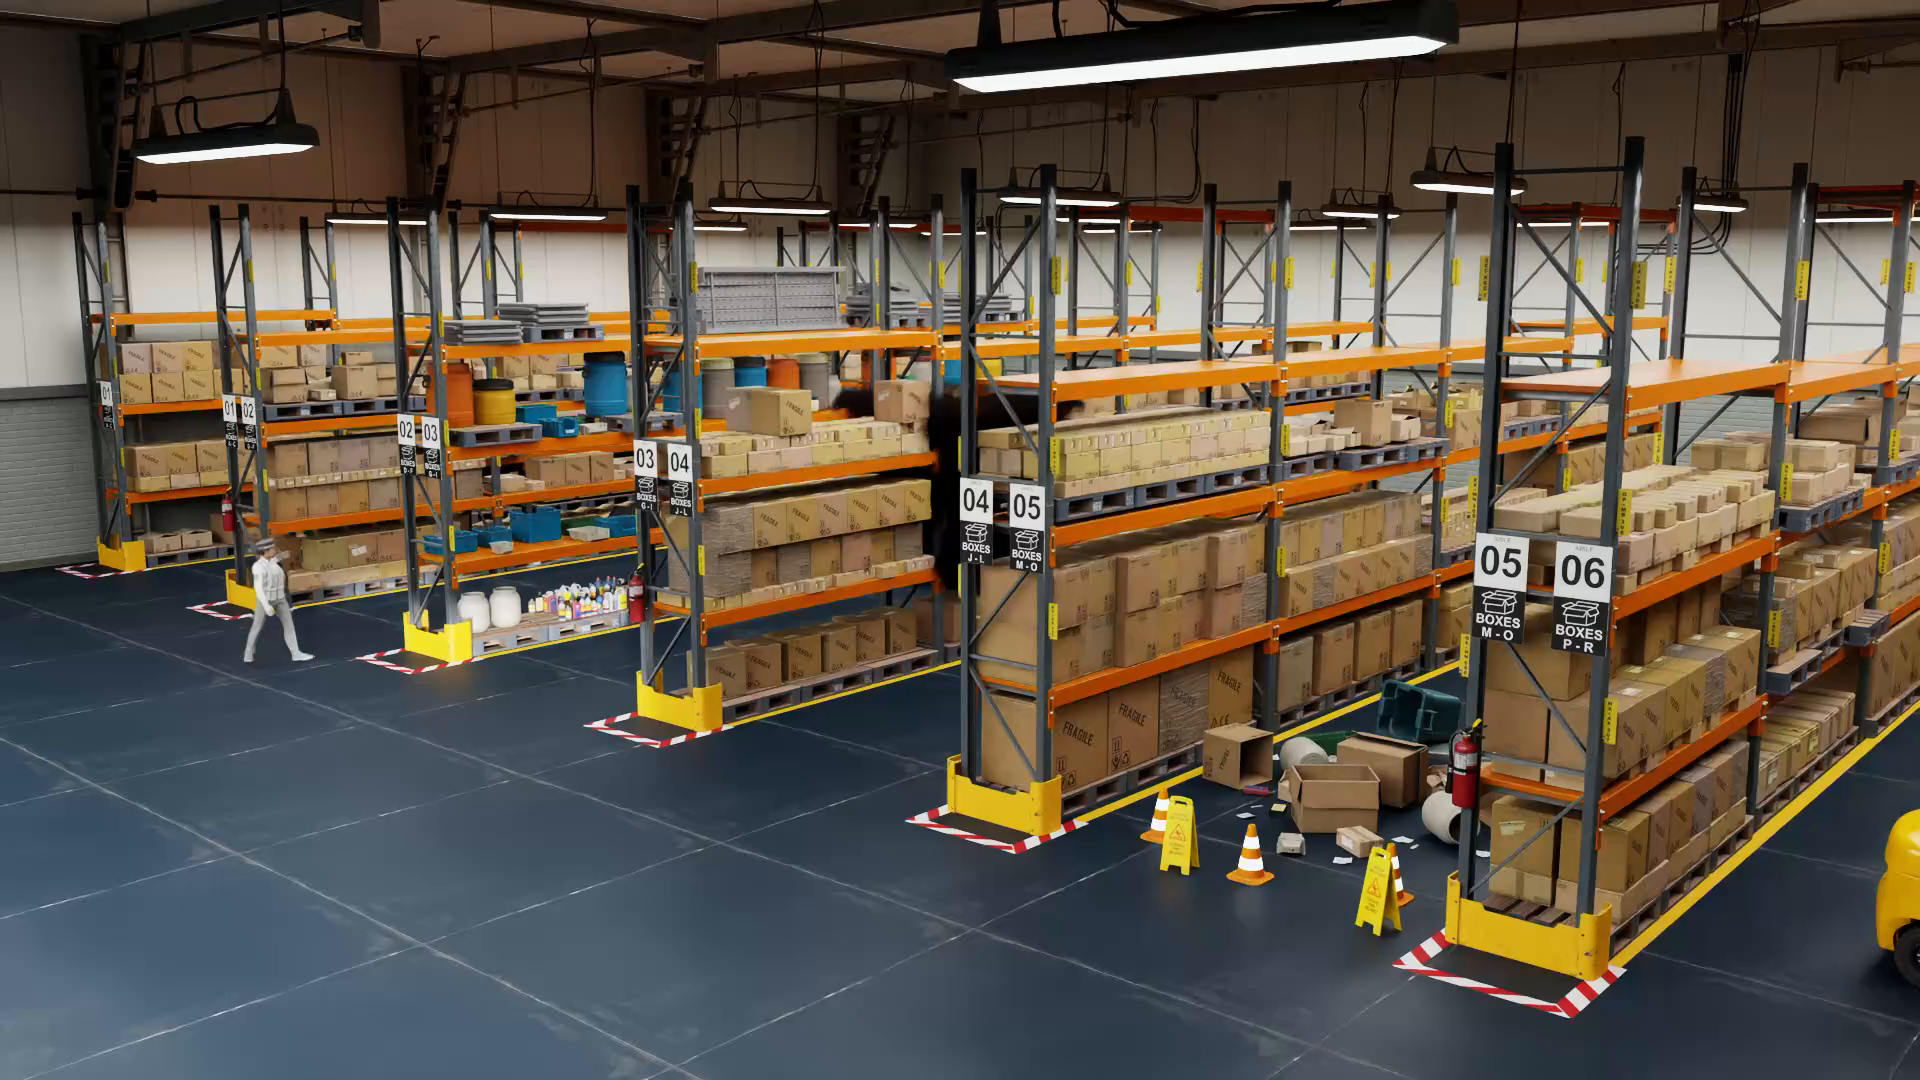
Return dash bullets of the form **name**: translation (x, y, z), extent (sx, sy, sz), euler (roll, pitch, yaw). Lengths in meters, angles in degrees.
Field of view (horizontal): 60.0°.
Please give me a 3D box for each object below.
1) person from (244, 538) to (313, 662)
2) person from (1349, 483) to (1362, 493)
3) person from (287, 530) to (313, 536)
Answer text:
- **person**: translation (-8.938, 0.775, 21.597), extent (0.863, 1.627, 0.552), euler (5, 11, 29)
- **person**: translation (6.547, -0.239, 27.520), extent (0.580, 1.634, 1.028), euler (8, 13, 41)
- **person**: translation (-11.334, -0.338, 28.502), extent (0.583, 1.597, 0.574), euler (-5, 10, -25)
